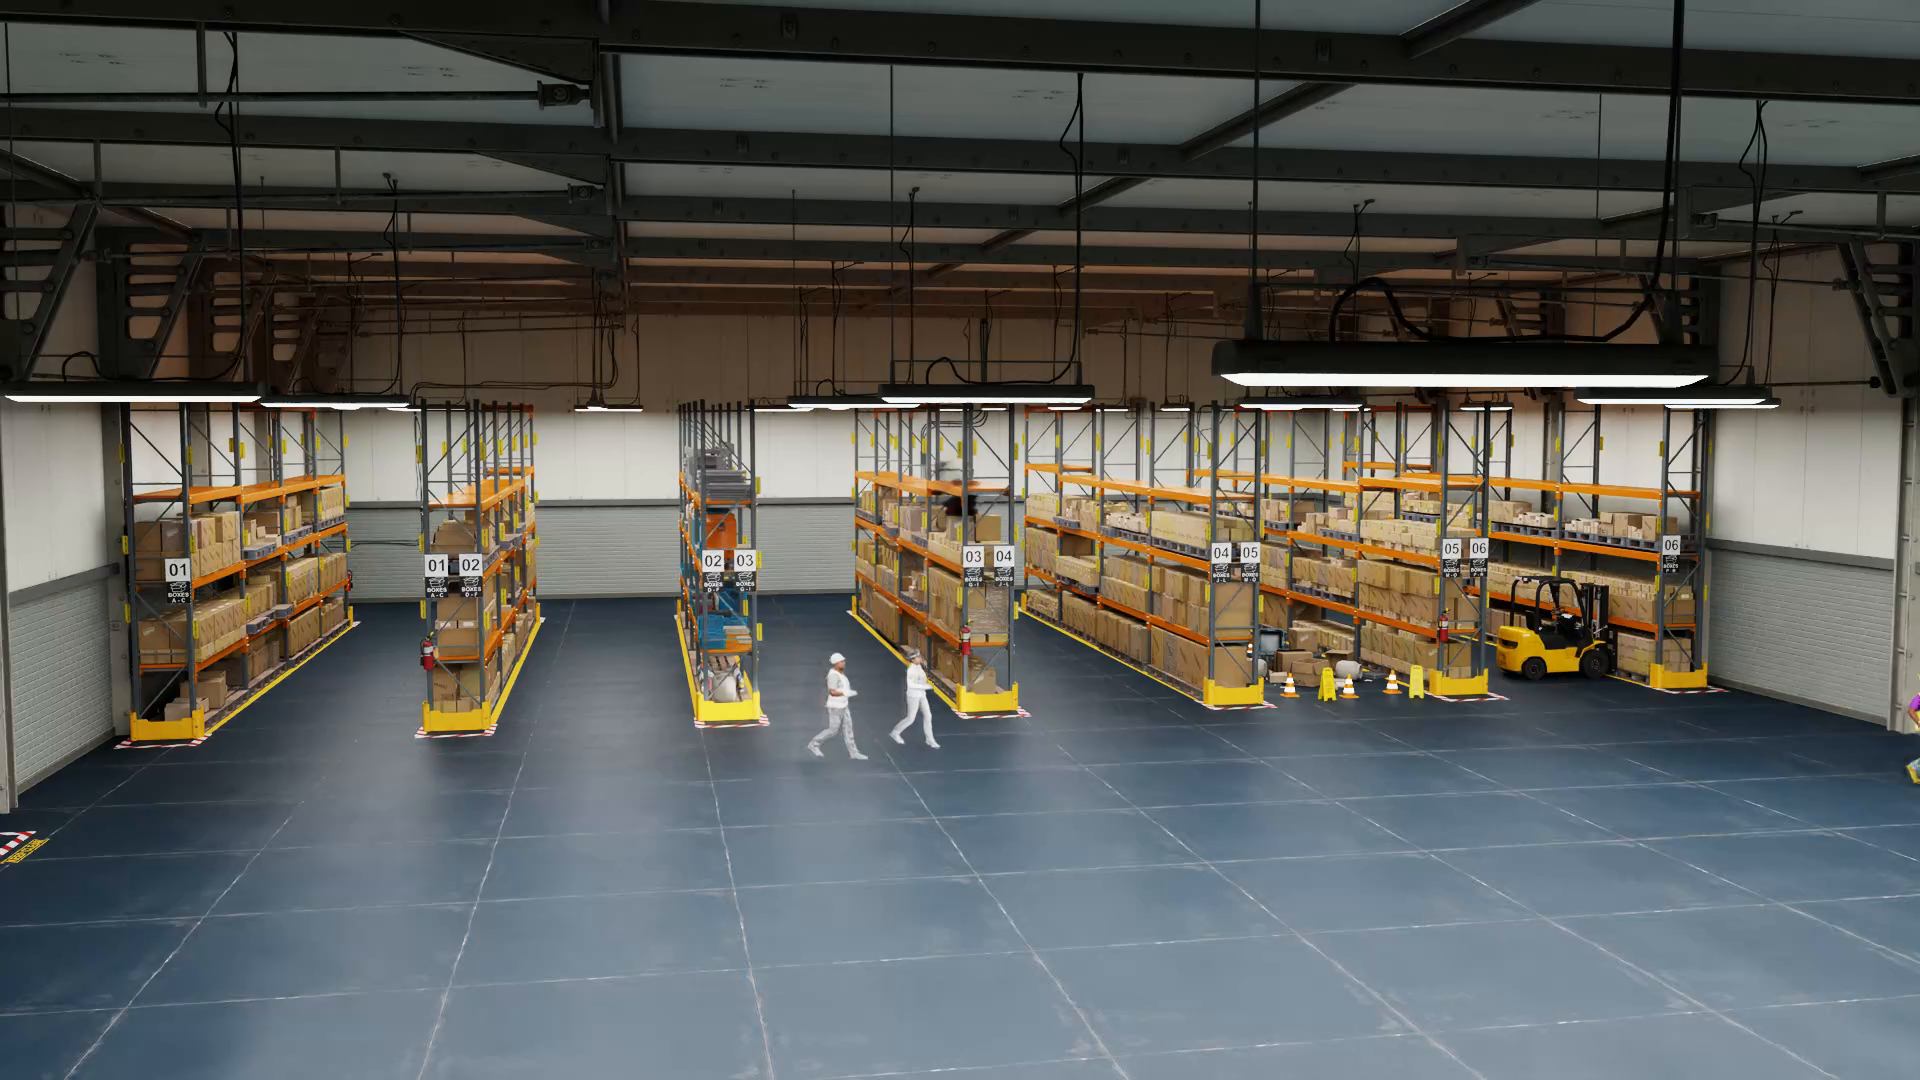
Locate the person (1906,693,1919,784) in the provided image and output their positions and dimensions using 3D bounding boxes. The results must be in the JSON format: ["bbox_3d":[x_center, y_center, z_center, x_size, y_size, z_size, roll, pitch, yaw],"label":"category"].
[{"bbox_3d":[14.965,2.926,25.591,0.594,1.729,0.681,4,6,43],"label":"person"}]

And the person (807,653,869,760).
[{"bbox_3d":[-2.006,2.738,27.323,1.013,1.765,0.688,1,4,9],"label":"person"}]

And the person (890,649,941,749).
[{"bbox_3d":[-0.772,2.722,28.558,0.892,1.725,0.622,2,5,22],"label":"person"}]
